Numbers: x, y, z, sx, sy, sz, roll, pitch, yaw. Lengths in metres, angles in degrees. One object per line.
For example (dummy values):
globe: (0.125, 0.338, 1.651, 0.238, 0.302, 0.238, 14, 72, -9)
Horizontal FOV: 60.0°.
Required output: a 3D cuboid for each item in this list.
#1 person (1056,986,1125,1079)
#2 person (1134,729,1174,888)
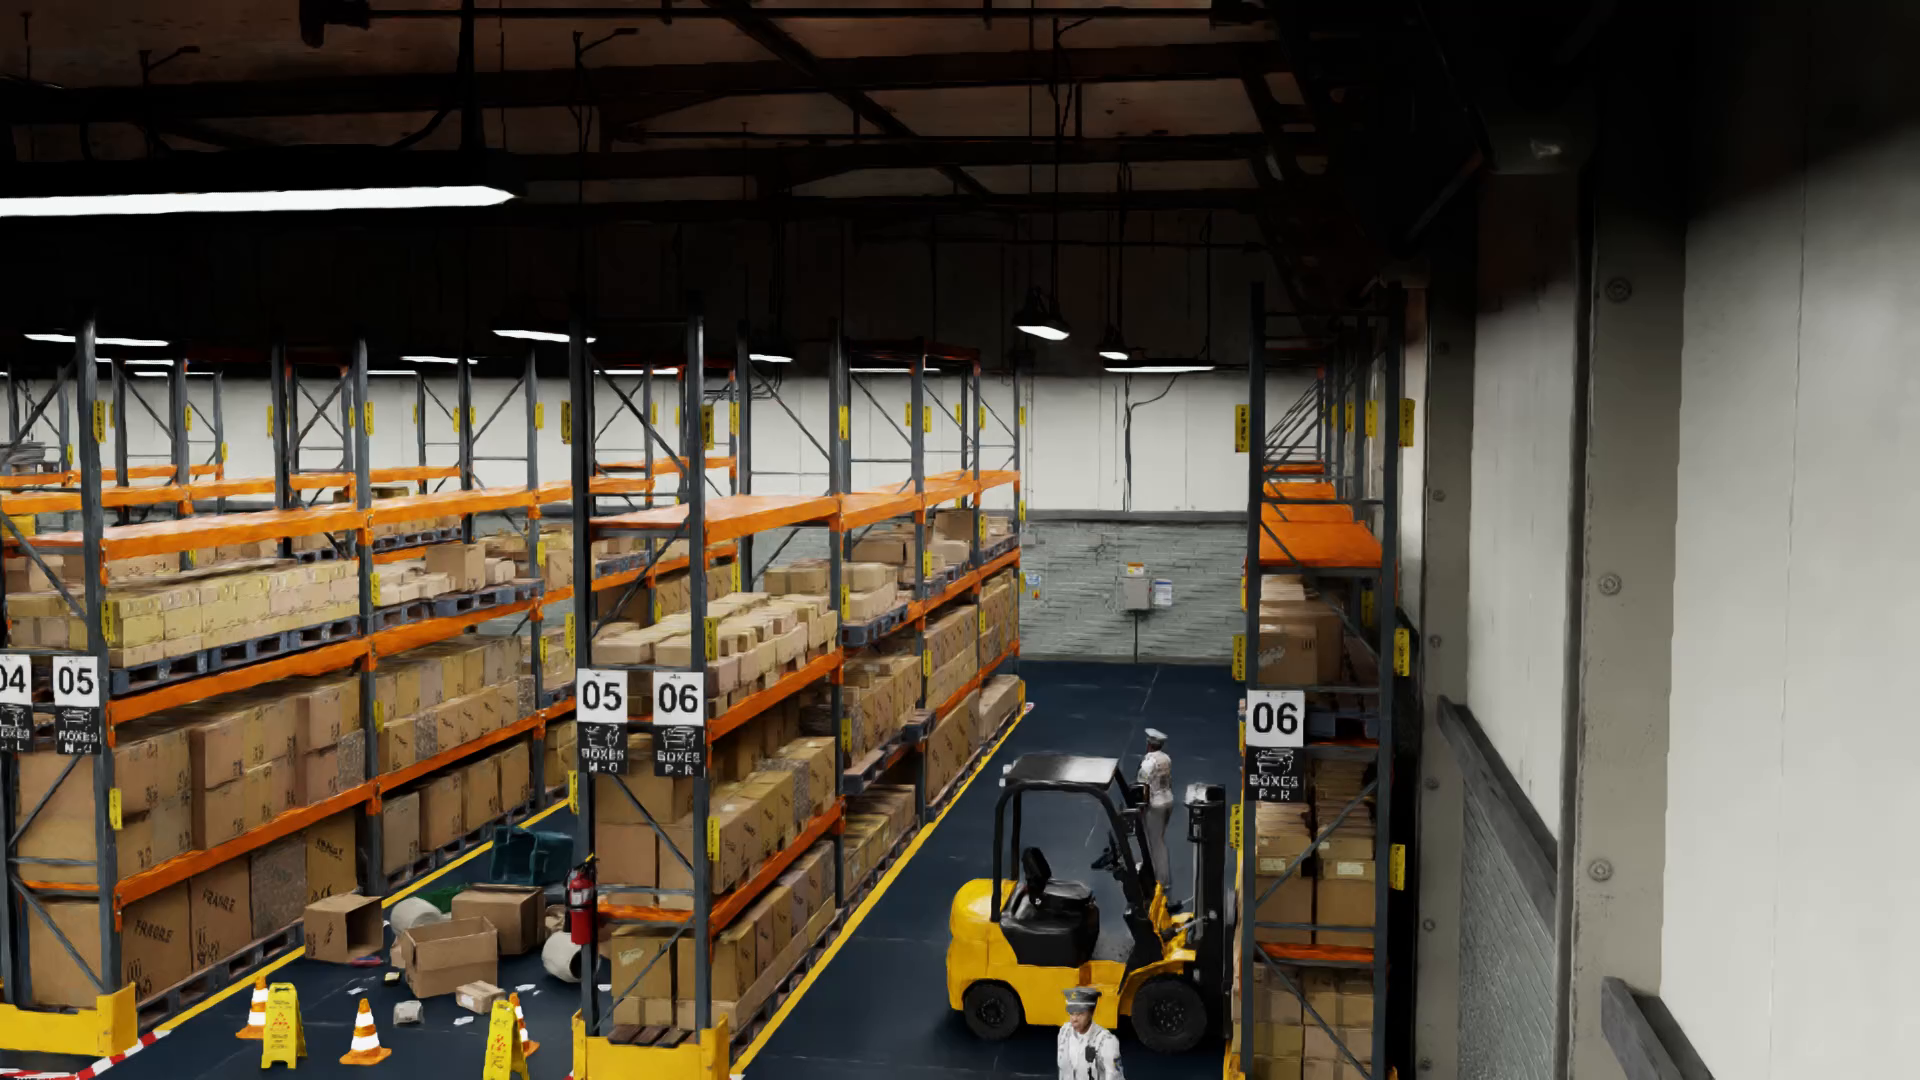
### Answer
person: (0.809, 3.527, 10.314, 0.520, 1.620, 0.943, 3, 5, 33)
person: (2.086, 2.877, 17.956, 0.551, 1.663, 0.581, 3, 6, 34)
